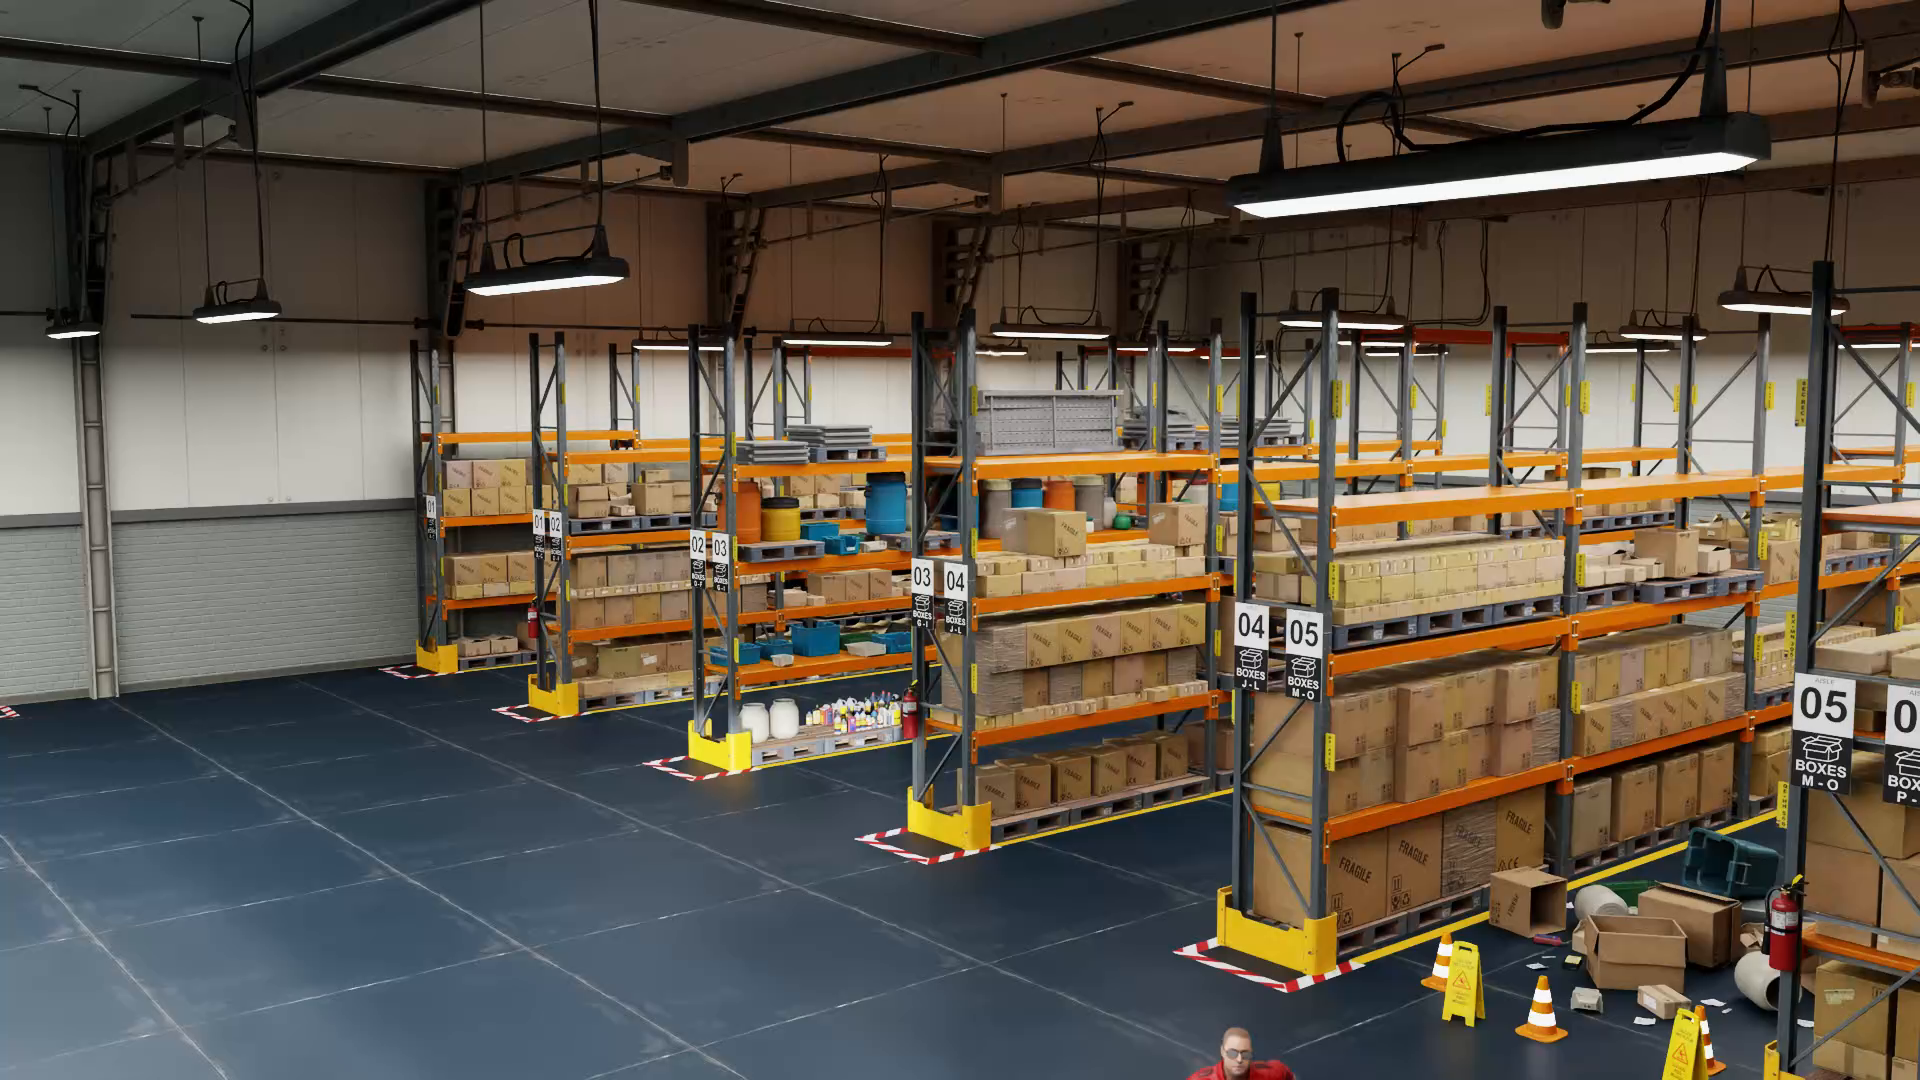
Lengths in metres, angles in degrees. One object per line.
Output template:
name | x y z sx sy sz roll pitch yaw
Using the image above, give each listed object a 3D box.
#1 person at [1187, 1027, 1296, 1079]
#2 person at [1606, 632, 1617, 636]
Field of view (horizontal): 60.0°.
person | 1.511 3.487 9.088 0.687 1.780 0.878 1 5 6
person | 8.902 2.149 22.807 0.939 1.780 0.649 -5 7 -42
